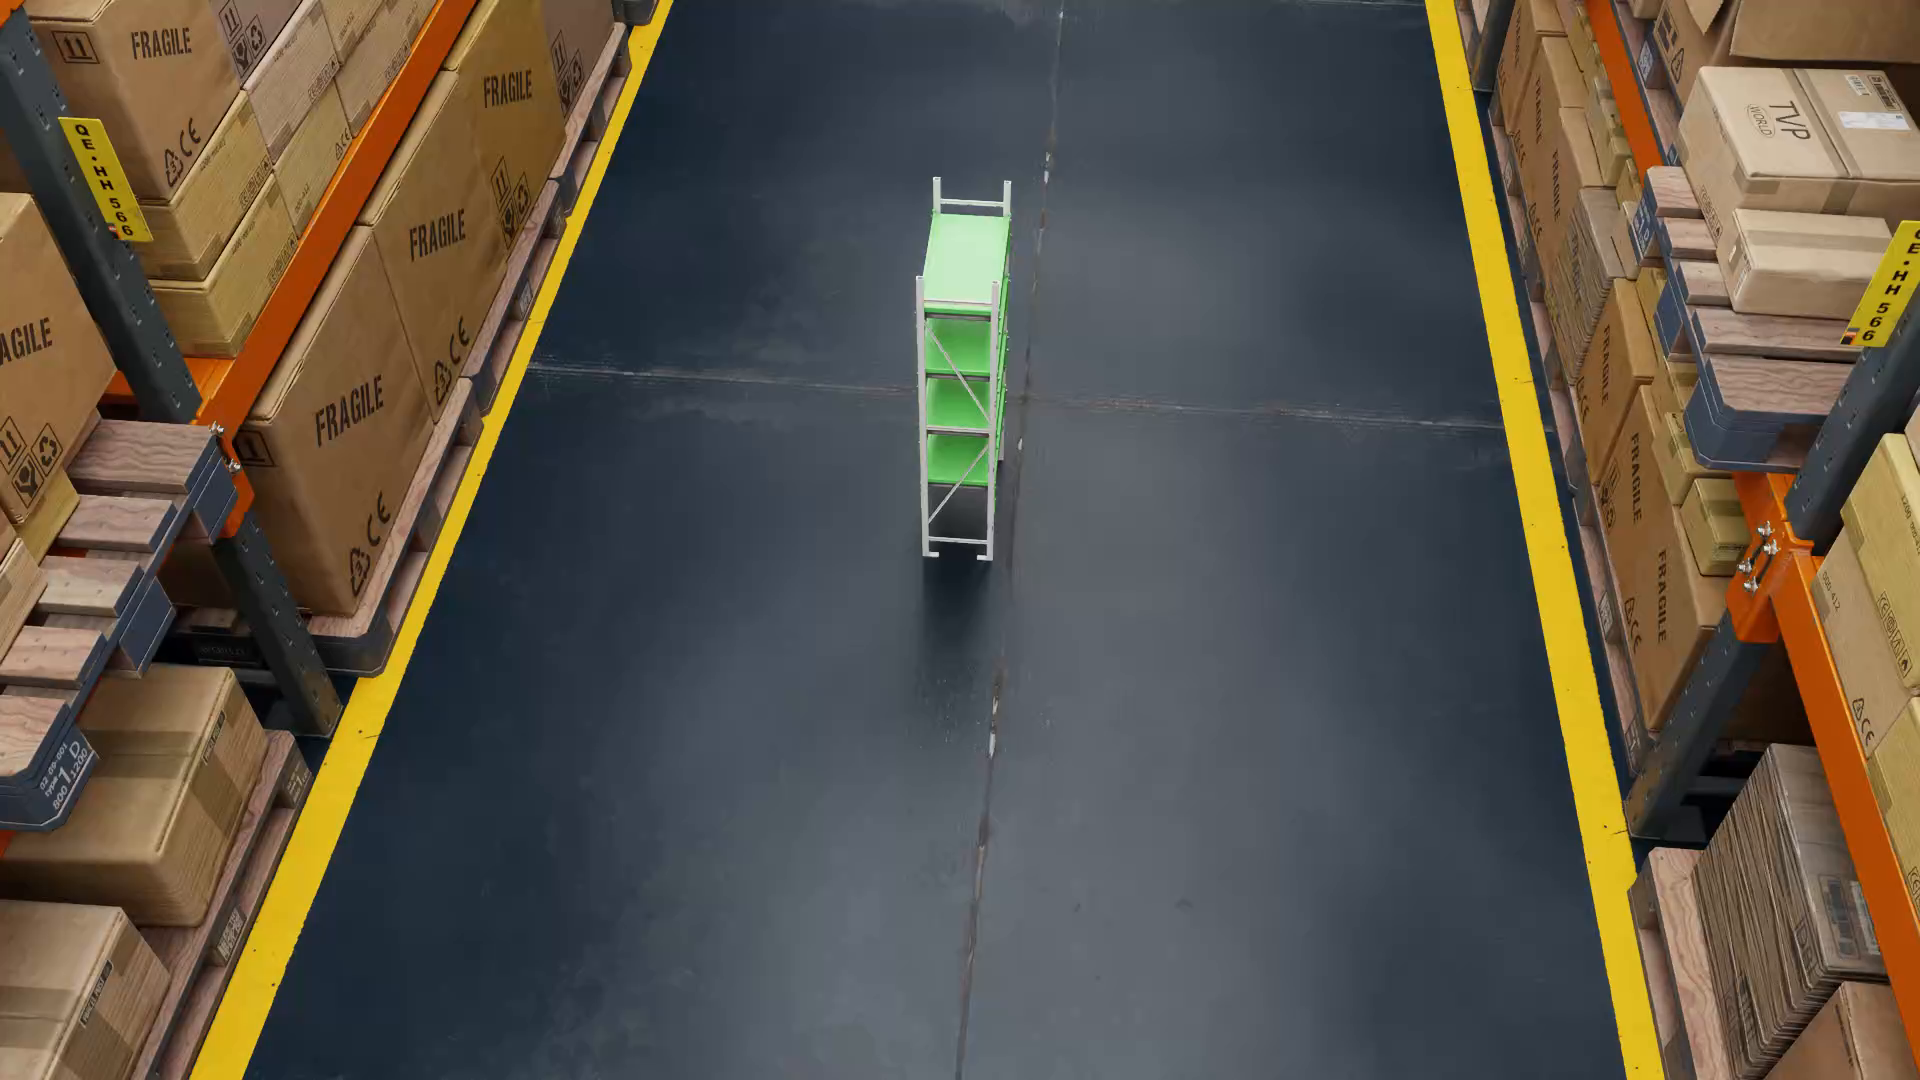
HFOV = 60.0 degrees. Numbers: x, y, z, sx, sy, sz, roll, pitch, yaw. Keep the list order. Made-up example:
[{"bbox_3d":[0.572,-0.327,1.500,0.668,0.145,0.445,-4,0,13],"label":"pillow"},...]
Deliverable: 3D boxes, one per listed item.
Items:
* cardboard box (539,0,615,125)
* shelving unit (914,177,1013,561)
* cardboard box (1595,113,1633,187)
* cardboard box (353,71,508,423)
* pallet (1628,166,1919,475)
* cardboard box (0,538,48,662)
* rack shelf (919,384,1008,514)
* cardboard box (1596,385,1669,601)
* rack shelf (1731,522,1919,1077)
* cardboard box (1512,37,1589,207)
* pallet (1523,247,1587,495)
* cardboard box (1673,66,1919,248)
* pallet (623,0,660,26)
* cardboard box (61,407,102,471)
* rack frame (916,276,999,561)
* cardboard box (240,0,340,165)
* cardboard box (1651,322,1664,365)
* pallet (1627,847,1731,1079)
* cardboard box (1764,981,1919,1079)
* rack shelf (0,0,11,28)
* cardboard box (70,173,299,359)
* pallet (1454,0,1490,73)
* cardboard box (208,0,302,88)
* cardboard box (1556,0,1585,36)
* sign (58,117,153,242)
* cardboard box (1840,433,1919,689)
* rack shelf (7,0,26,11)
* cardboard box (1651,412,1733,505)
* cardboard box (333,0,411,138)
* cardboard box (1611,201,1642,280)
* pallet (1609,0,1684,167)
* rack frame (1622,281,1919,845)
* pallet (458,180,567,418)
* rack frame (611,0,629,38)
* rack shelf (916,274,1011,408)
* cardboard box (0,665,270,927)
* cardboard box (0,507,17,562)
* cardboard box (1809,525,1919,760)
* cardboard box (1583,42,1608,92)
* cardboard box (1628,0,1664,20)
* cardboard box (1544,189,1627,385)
[{"bbox_3d":[-2.064,-2.370,7.041,0.875,0.875,0.875,5,48,5],"label":"cardboard box"},{"bbox_3d":[0.015,-0.527,5.419,0.258,1.200,0.503,4,48,4],"label":"shelving unit"},{"bbox_3d":[2.502,-1.383,5.952,0.380,0.149,0.250,5,48,5],"label":"cardboard box"},{"bbox_3d":[-2.221,-1.049,5.832,0.875,0.875,0.875,4,48,4],"label":"cardboard box"},{"bbox_3d":[2.484,-0.574,4.373,1.213,0.211,1.003,4,48,4],"label":"pallet"},{"bbox_3d":[-2.178,0.122,3.491,0.380,0.149,0.250,4,48,3],"label":"cardboard box"},{"bbox_3d":[0.015,-0.322,5.643,0.258,0.148,0.480,4,48,4],"label":"rack shelf"},{"bbox_3d":[2.372,-0.127,5.243,0.500,0.500,0.500,3,48,3],"label":"cardboard box"},{"bbox_3d":[2.309,1.576,2.763,1.077,0.370,4.000,4,48,4],"label":"rack shelf"},{"bbox_3d":[2.549,-1.642,6.628,0.500,0.500,0.500,3,48,3],"label":"cardboard box"},{"bbox_3d":[2.711,-0.635,6.188,1.003,0.211,1.213,4,48,4],"label":"pallet"},{"bbox_3d":[2.265,-1.025,4.471,0.500,0.250,0.500,2,48,2],"label":"cardboard box"},{"bbox_3d":[-1.940,-3.019,8.368,1.003,0.211,1.213,4,48,4],"label":"pallet"},{"bbox_3d":[-2.247,-0.268,3.848,0.380,0.149,0.250,5,48,5],"label":"cardboard box"},{"bbox_3d":[-0.007,-0.347,5.255,0.240,1.200,0.015,4,48,4],"label":"rack frame"},{"bbox_3d":[-2.111,-1.321,4.688,0.500,0.250,0.500,5,48,4],"label":"cardboard box"},{"bbox_3d":[2.416,-0.618,5.252,0.380,0.149,0.250,5,48,5],"label":"cardboard box"},{"bbox_3d":[2.378,1.407,4.320,1.003,0.211,1.213,4,48,4],"label":"pallet"},{"bbox_3d":[2.369,1.461,3.705,0.875,0.625,0.625,5,48,5],"label":"cardboard box"},{"bbox_3d":[-2.634,0.233,1.959,1.077,0.370,4.000,4,48,4],"label":"rack shelf"},{"bbox_3d":[-2.157,-0.760,4.514,0.500,0.250,0.500,3,48,3],"label":"cardboard box"},{"bbox_3d":[2.920,-2.639,8.021,1.003,0.211,1.213,4,48,4],"label":"pallet"},{"bbox_3d":[-2.128,-1.550,4.389,0.500,0.500,0.500,4,48,4],"label":"cardboard box"},{"bbox_3d":[2.610,-2.138,6.643,0.380,0.149,0.250,3,48,2],"label":"cardboard box"},{"bbox_3d":[-1.910,-0.802,3.720,0.100,0.325,0.005,4,48,4],"label":"sign"},{"bbox_3d":[2.183,0.053,3.431,0.500,0.250,0.500,4,48,3],"label":"cardboard box"},{"bbox_3d":[-2.269,-2.707,4.648,1.077,0.370,4.000,4,48,4],"label":"rack shelf"},{"bbox_3d":[2.278,-0.236,4.903,0.380,0.149,0.250,2,48,2],"label":"cardboard box"},{"bbox_3d":[-2.074,-1.523,5.212,0.500,0.250,0.500,5,48,5],"label":"cardboard box"},{"bbox_3d":[2.433,-1.006,5.607,0.380,0.149,0.250,2,48,2],"label":"cardboard box"},{"bbox_3d":[2.664,-1.501,5.220,1.003,0.211,1.213,4,48,4],"label":"pallet"},{"bbox_3d":[2.492,-0.136,3.842,1.000,3.000,0.127,4,48,4],"label":"rack frame"},{"bbox_3d":[-2.191,-0.995,6.517,1.003,0.211,1.213,4,48,4],"label":"pallet"},{"bbox_3d":[-2.087,-3.407,6.833,1.000,3.000,0.127,4,48,4],"label":"rack frame"},{"bbox_3d":[0.015,-0.645,5.289,0.258,0.148,0.480,4,48,4],"label":"rack shelf"},{"bbox_3d":[-2.513,0.692,4.580,0.950,0.372,0.625,1,48,1],"label":"cardboard box"},{"bbox_3d":[-2.253,-0.010,3.172,0.500,0.500,0.500,3,48,3],"label":"cardboard box"},{"bbox_3d":[2.208,0.224,3.614,0.500,0.250,0.500,4,48,4],"label":"cardboard box"},{"bbox_3d":[2.587,-1.747,6.285,0.380,0.149,0.250,3,48,3],"label":"cardboard box"},{"bbox_3d":[2.471,-1.954,5.152,0.700,0.500,0.500,4,48,3],"label":"cardboard box"},{"bbox_3d":[2.446,-0.894,5.945,0.500,0.500,0.500,2,48,2],"label":"cardboard box"}]
